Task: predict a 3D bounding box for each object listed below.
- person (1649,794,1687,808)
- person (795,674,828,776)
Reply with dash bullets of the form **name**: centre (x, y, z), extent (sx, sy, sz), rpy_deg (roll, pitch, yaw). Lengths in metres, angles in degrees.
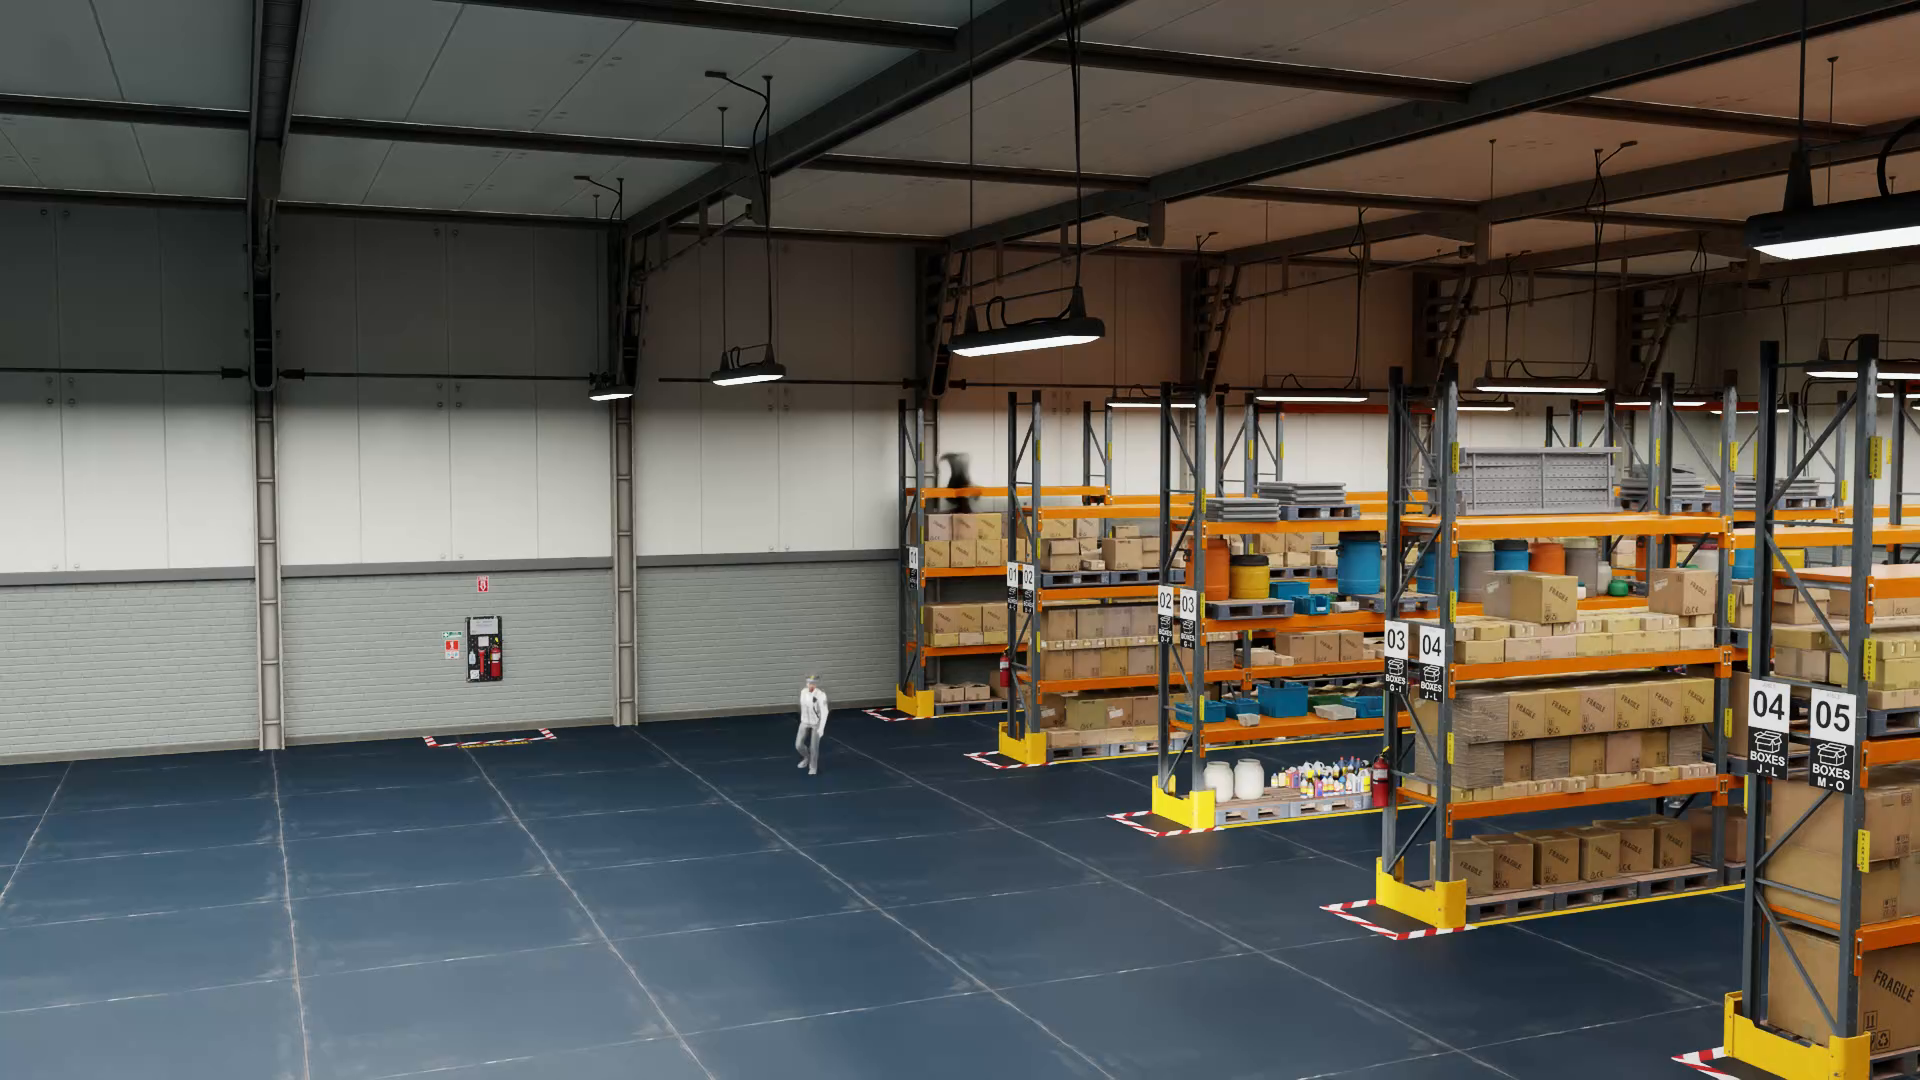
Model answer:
- **person**: centre (9.917, 3.018, 23.304), extent (0.727, 1.530, 0.525), rpy_deg (-1, 3, -15)
- **person**: centre (-2.297, 2.854, 25.747), extent (0.603, 1.620, 0.554), rpy_deg (1, 4, 20)
